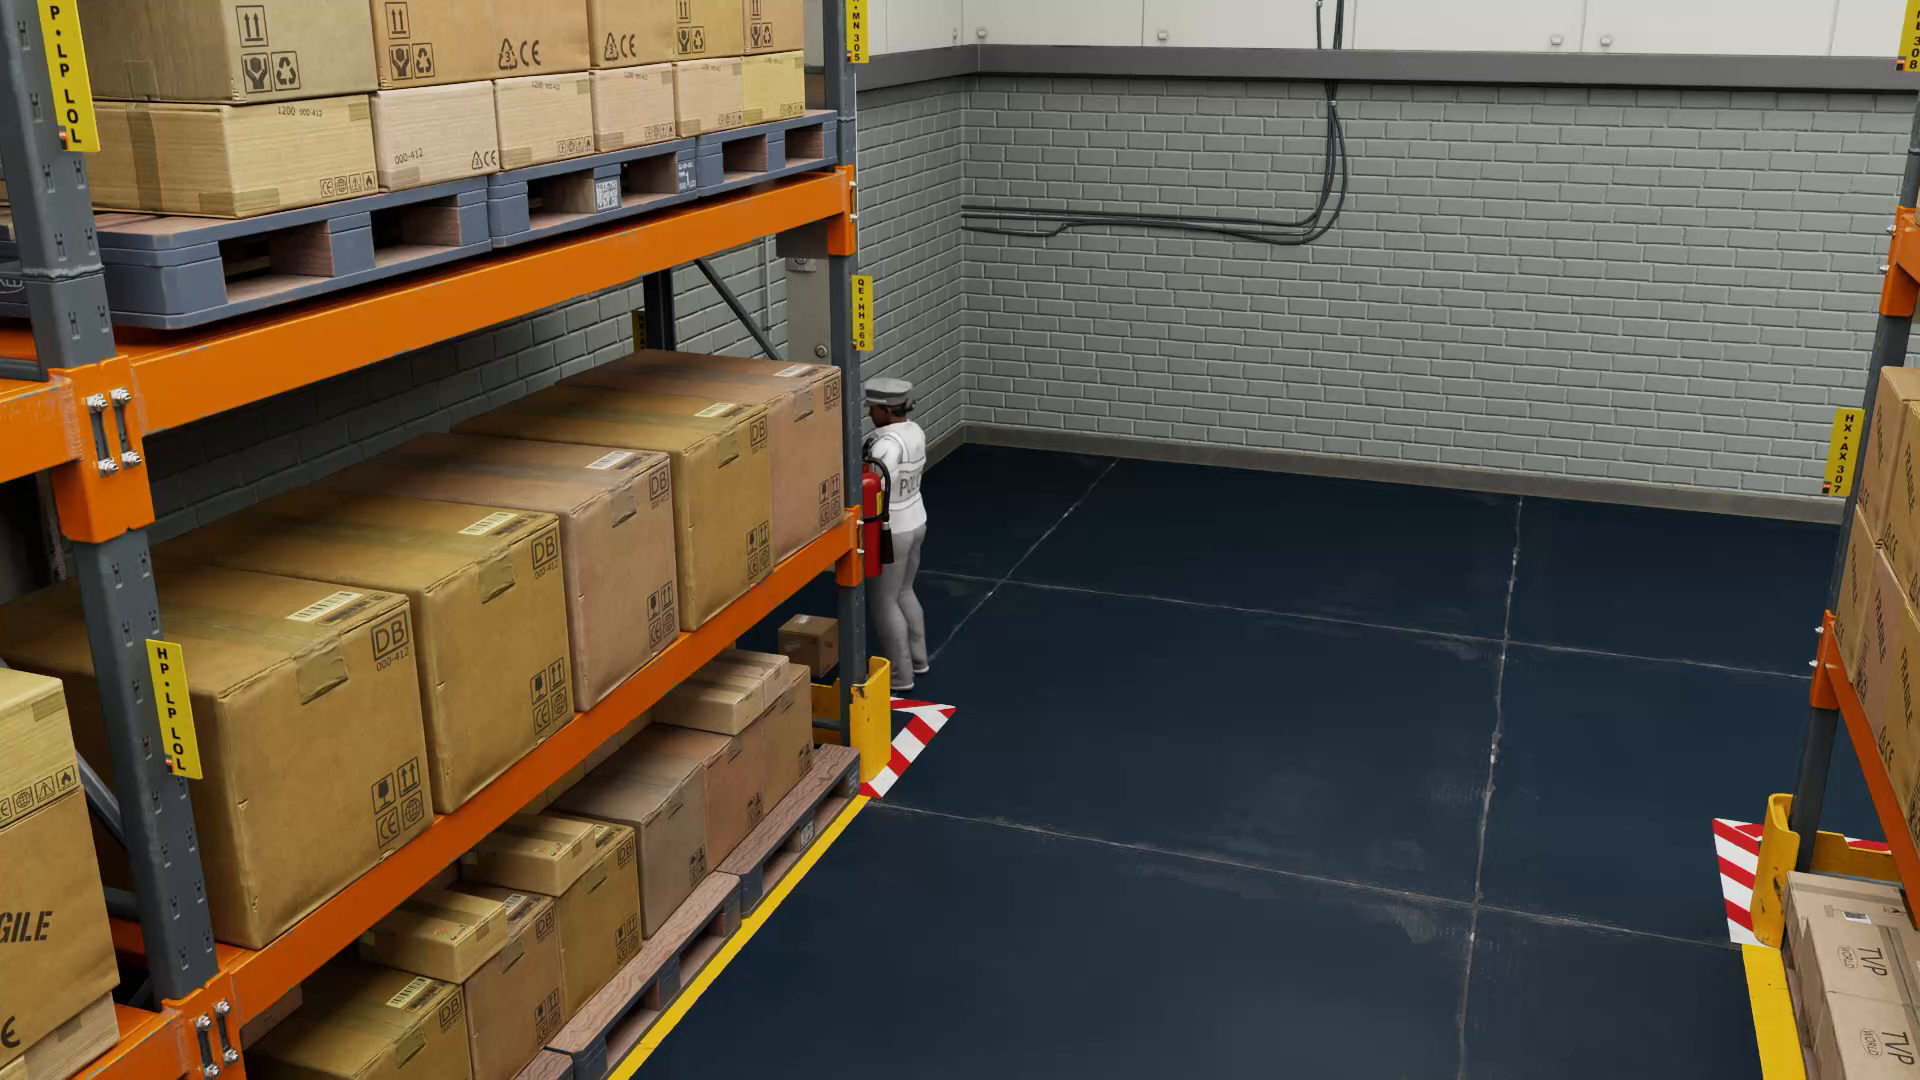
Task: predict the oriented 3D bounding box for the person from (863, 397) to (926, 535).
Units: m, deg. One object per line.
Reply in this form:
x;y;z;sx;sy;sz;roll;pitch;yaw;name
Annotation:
-0.360;-0.344;8.546;0.340;0.979;0.438;7;20;19;person
